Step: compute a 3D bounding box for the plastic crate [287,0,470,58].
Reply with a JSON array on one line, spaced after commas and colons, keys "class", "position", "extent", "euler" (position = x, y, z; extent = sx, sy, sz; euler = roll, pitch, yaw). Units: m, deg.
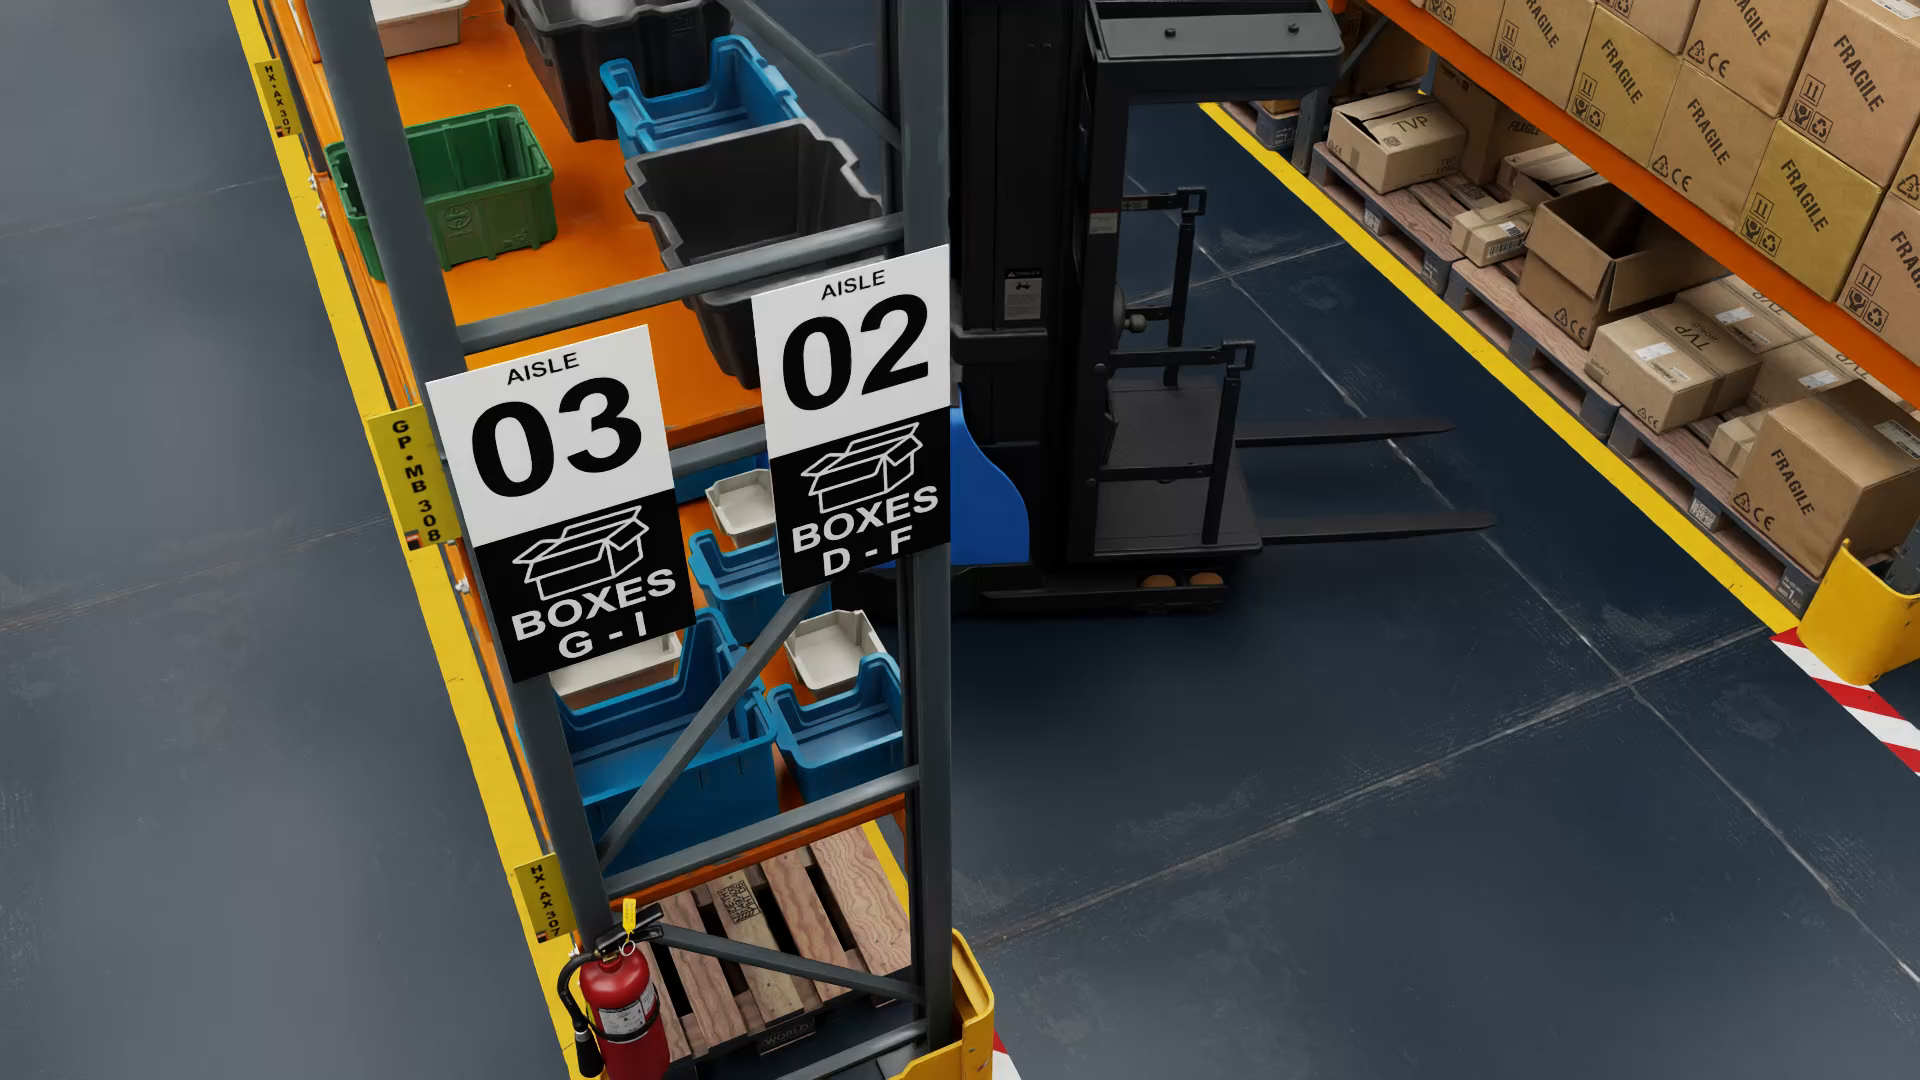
[{"class": "plastic crate", "position": [-1.594, -1.470, 4.525], "extent": [0.437, 0.136, 0.530], "euler": [-18, 47, -17]}]

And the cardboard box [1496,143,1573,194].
[{"class": "cardboard box", "position": [3.023, -1.903, 8.628], "extent": [0.380, 0.149, 0.250], "euler": [-18, 47, -17]}]

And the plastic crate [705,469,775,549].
[{"class": "plastic crate", "position": [-0.650, -0.095, 5.225], "extent": [0.250, 0.136, 0.298], "euler": [-18, 47, -17]}]

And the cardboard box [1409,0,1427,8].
[{"class": "cardboard box", "position": [2.281, -2.892, 7.843], "extent": [0.500, 0.500, 0.500], "euler": [-17, 47, -16]}]

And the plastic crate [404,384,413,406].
[{"class": "plastic crate", "position": [-1.596, -0.447, 5.513], "extent": [0.416, 0.233, 0.300], "euler": [-18, 47, -17]}]

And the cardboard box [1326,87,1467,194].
[{"class": "cardboard box", "position": [2.294, -2.130, 8.743], "extent": [0.500, 0.311, 0.500], "euler": [-18, 47, -17]}]

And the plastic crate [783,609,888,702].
[{"class": "plastic crate", "position": [-0.365, 0.337, 4.787], "extent": [0.250, 0.136, 0.298], "euler": [-18, 47, -17]}]

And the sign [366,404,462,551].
[{"class": "sign", "position": [-0.992, -0.110, 3.033], "extent": [0.100, 0.325, 0.005], "euler": [-18, 47, -17]}]

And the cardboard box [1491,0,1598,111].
[{"class": "cardboard box", "position": [2.708, -2.247, 7.189], "extent": [0.500, 0.500, 0.500], "euler": [-18, 47, -18]}]

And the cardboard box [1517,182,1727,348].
[{"class": "cardboard box", "position": [3.109, -1.334, 7.799], "extent": [0.797, 0.503, 0.637], "euler": [-18, 47, -17]}]

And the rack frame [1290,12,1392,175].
[{"class": "rack frame", "position": [2.314, -3.262, 8.289], "extent": [1.000, 3.000, 0.127], "euler": [-18, 47, -17]}]

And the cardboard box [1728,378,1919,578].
[{"class": "cardboard box", "position": [3.544, -0.253, 6.706], "extent": [0.500, 0.500, 0.500], "euler": [-18, 47, -17]}]

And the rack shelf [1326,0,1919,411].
[{"class": "rack shelf", "position": [3.155, -1.731, 7.250], "extent": [1.077, 0.370, 4.000], "euler": [-18, 47, -17]}]

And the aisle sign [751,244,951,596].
[{"class": "aisle sign", "position": [-0.200, -0.219, 3.355], "extent": [0.394, 0.787, 0.004], "euler": [-18, 47, -17]}]

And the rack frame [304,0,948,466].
[{"class": "rack frame", "position": [-0.500, -1.388, 2.118], "extent": [1.000, 3.000, 0.127], "euler": [-18, 47, -17]}]

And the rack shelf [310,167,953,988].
[{"class": "rack shelf", "position": [-1.341, -0.271, 5.770], "extent": [1.077, 0.370, 4.000], "euler": [-18, 47, -17]}]

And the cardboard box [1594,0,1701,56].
[{"class": "cardboard box", "position": [2.908, -2.285, 6.515], "extent": [0.500, 0.500, 0.500], "euler": [-17, 47, -16]}]

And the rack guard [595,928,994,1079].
[{"class": "rack guard", "position": [-0.478, 1.649, 5.092], "extent": [1.175, 0.500, 0.348], "euler": [-18, 47, -17]}]

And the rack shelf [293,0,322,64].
[{"class": "rack shelf", "position": [-1.341, -2.264, 3.803], "extent": [1.077, 0.370, 4.000], "euler": [-18, 47, -17]}]

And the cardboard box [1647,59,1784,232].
[{"class": "cardboard box", "position": [3.135, -1.602, 6.536], "extent": [0.500, 0.500, 0.500], "euler": [-18, 47, -17]}]

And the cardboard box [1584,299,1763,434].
[{"class": "cardboard box", "position": [3.172, -0.778, 7.417], "extent": [0.500, 0.250, 0.500], "euler": [-18, 47, -17]}]

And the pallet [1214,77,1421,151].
[{"class": "pallet", "position": [1.938, -2.776, 9.782], "extent": [1.003, 0.211, 1.213], "euler": [-18, 47, -17]}]

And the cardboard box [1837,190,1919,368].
[{"class": "cardboard box", "position": [3.561, -0.953, 5.878], "extent": [0.500, 0.500, 0.500], "euler": [-17, 47, -16]}]

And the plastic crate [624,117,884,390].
[{"class": "plastic crate", "position": [-0.409, -0.601, 3.550], "extent": [0.497, 0.269, 0.590], "euler": [-18, 47, -17]}]

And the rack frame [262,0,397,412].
[{"class": "rack frame", "position": [-2.182, -1.801, 6.809], "extent": [1.000, 3.000, 0.127], "euler": [-18, 47, -17]}]

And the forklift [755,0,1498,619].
[{"class": "forklift", "position": [0.690, -1.114, 6.161], "extent": [3.031, 2.935, 1.130], "euler": [-3, 45, -3]}]

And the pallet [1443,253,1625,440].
[{"class": "pallet", "position": [3.119, -1.052, 8.035], "extent": [1.003, 0.211, 1.213], "euler": [-18, 47, -17]}]

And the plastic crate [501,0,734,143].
[{"class": "plastic crate", "position": [-0.893, -1.353, 4.263], "extent": [0.504, 0.338, 0.767], "euler": [-18, 47, -17]}]

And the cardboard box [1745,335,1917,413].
[{"class": "cardboard box", "position": [3.815, -0.639, 7.276], "extent": [0.500, 0.250, 0.500], "euler": [-18, 47, -17]}]

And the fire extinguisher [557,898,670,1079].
[{"class": "fire extinguisher", "position": [-0.849, 1.138, 4.150], "extent": [0.296, 0.674, 0.183], "euler": [-18, 47, -17]}]

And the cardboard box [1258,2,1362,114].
[{"class": "cardboard box", "position": [1.847, -2.758, 9.245], "extent": [0.500, 0.500, 0.500], "euler": [-18, 47, -18]}]

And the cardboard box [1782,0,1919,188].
[{"class": "cardboard box", "position": [3.346, -1.628, 5.850], "extent": [0.500, 0.500, 0.500], "euler": [-17, 47, -16]}]
